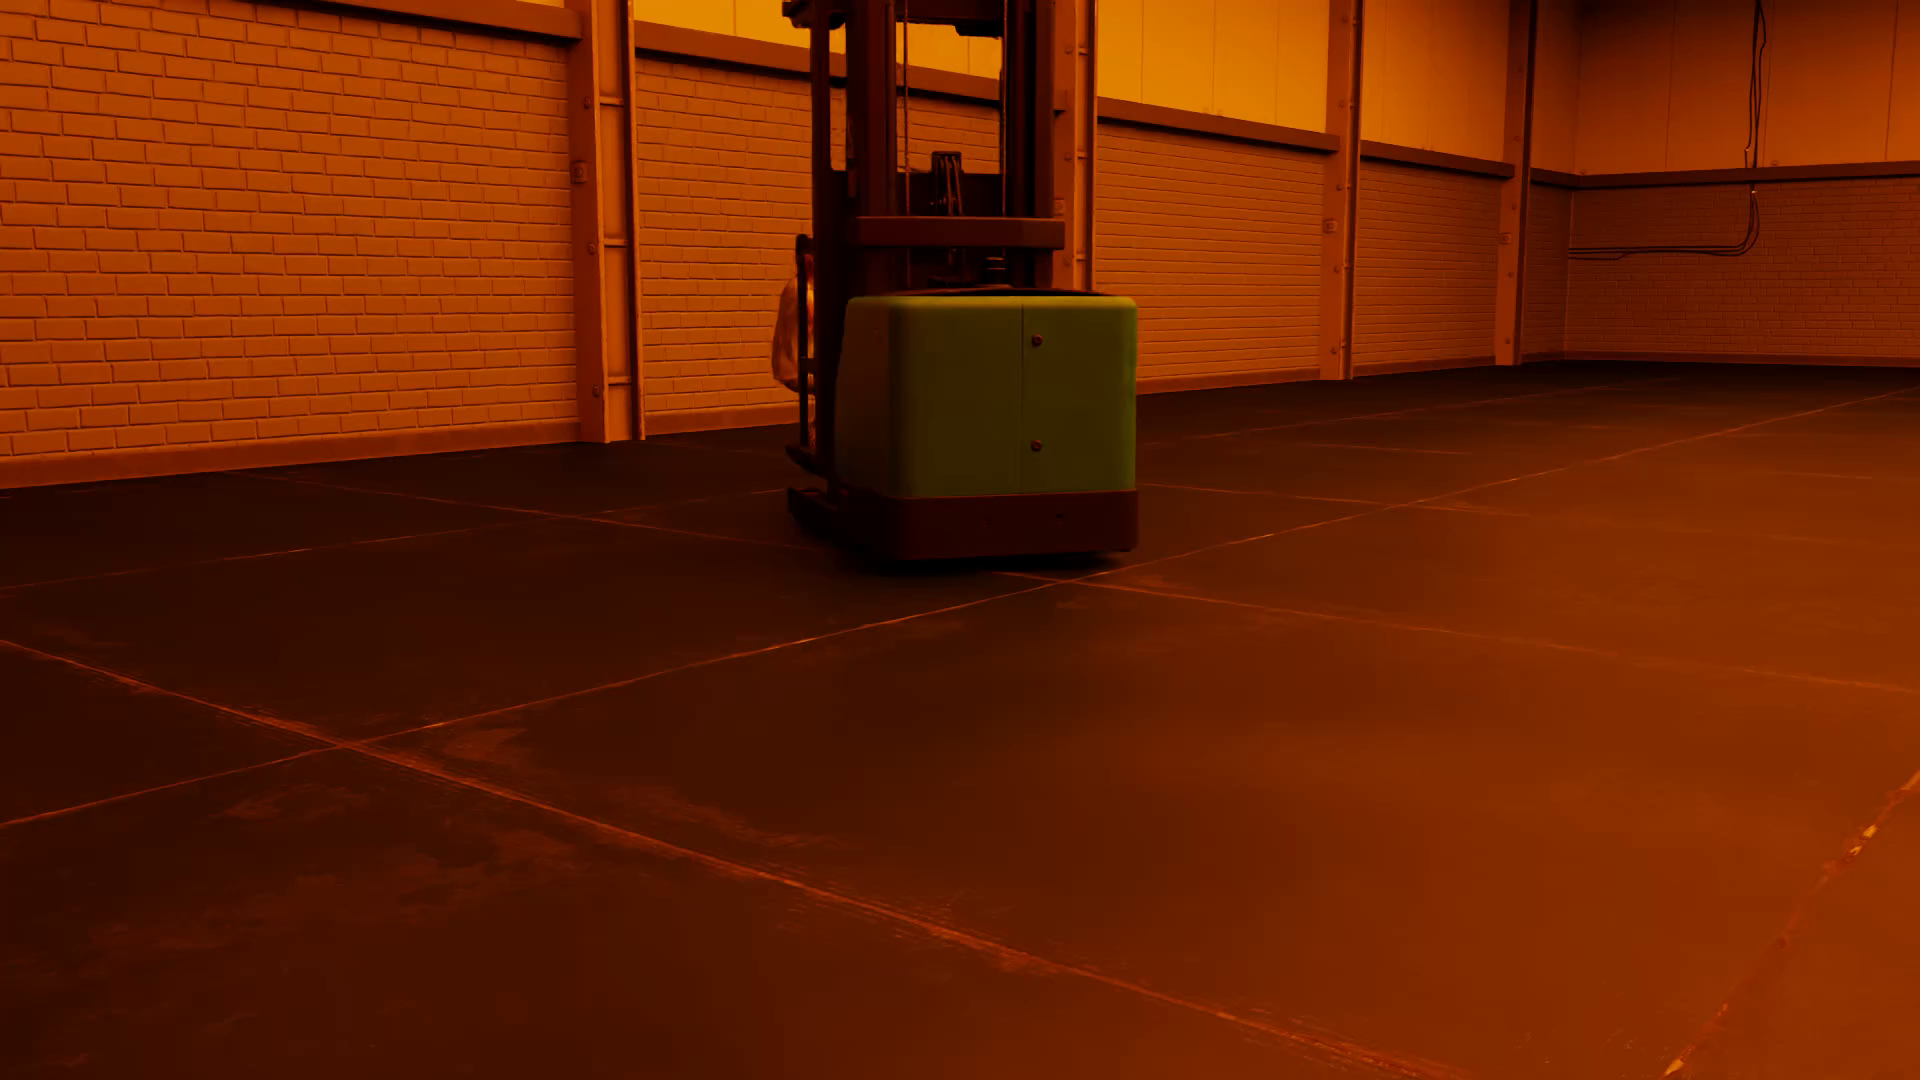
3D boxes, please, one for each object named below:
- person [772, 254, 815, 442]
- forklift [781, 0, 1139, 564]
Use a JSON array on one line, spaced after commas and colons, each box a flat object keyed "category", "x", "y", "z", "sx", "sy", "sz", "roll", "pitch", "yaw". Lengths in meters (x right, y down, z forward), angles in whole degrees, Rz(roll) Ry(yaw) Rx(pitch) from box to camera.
[{"category": "person", "x": -0.768, "y": -1.047, "z": 9.960, "sx": 0.678, "sy": 1.381, "sz": 0.782, "roll": -3, "pitch": 9, "yaw": -19}, {"category": "forklift", "x": -0.200, "y": -1.530, "z": 7.739, "sx": 1.130, "sy": 2.935, "sz": 3.031, "roll": -3, "pitch": 9, "yaw": -17}]
